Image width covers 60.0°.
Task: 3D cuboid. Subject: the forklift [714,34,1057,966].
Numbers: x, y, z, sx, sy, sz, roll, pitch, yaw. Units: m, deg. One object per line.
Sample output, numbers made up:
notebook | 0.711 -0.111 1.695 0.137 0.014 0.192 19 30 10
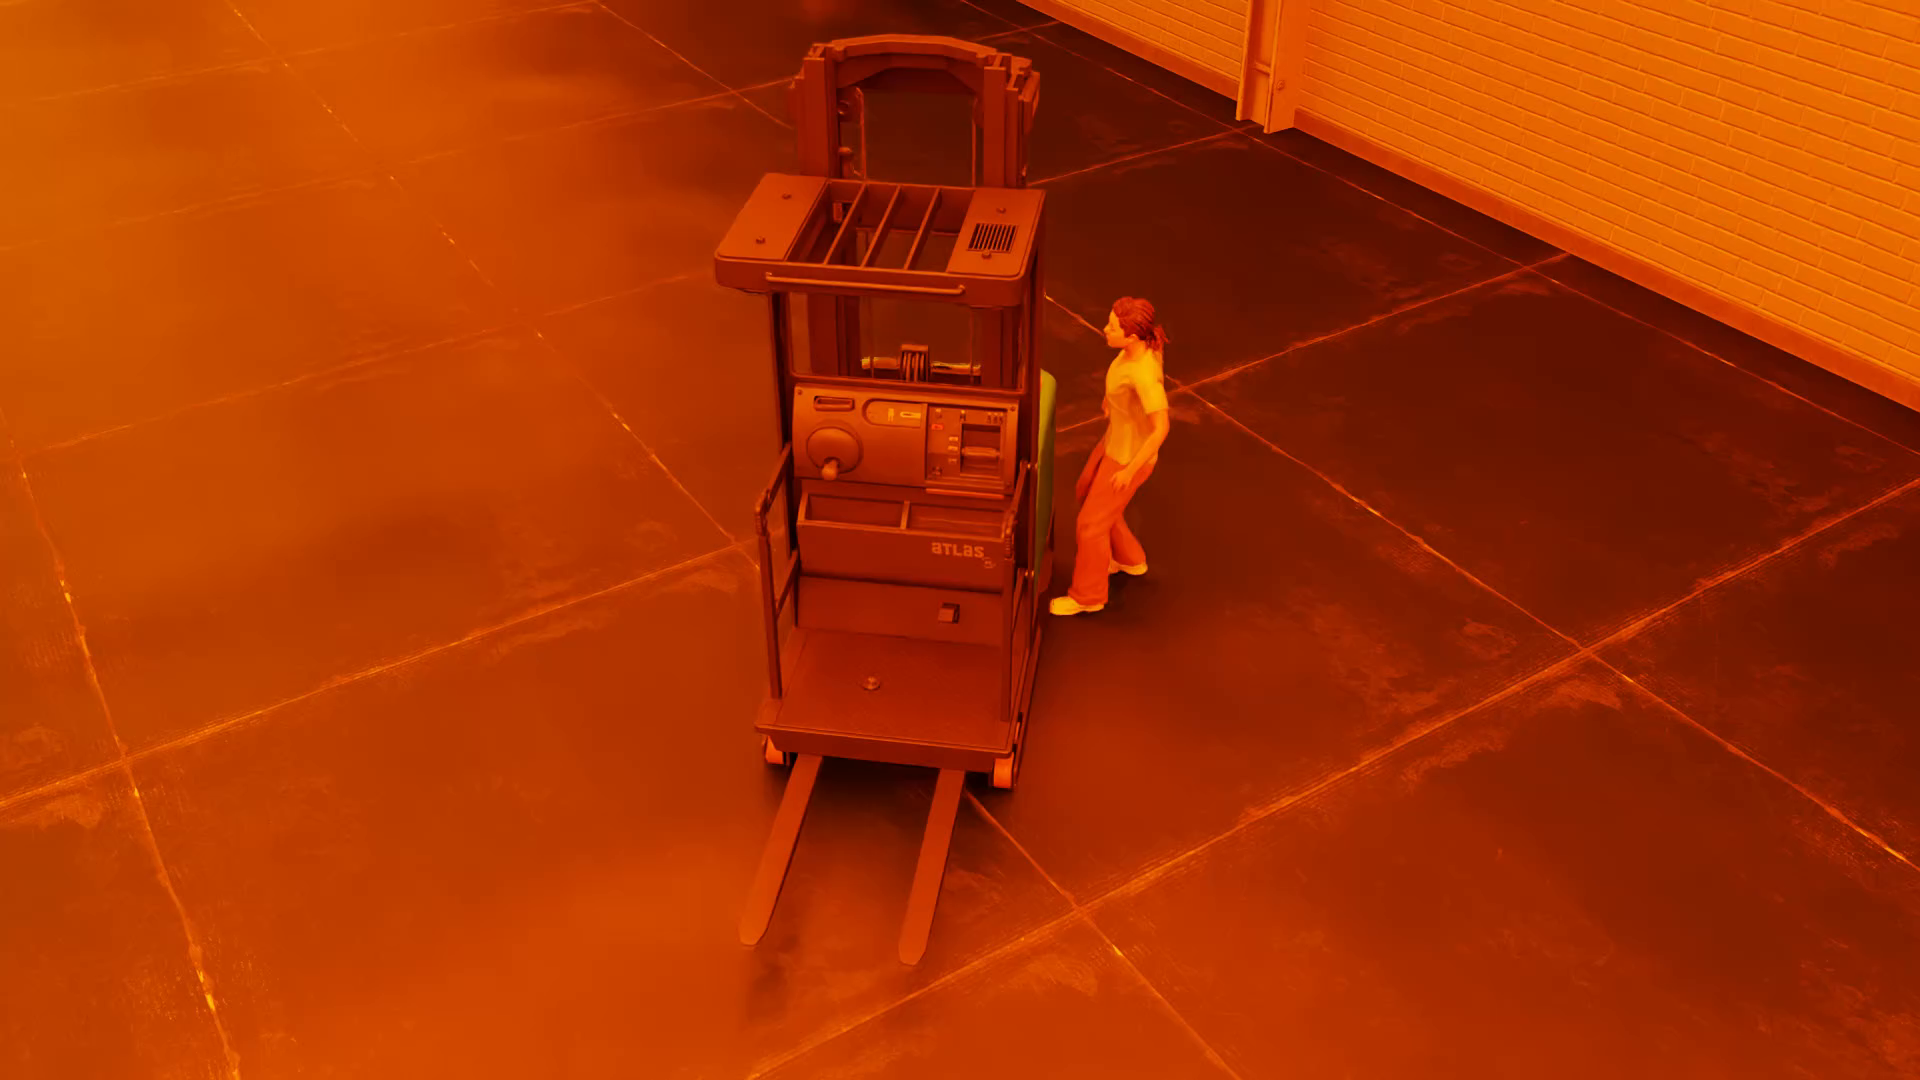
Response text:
forklift | -0.257 -0.349 6.644 1.130 2.935 3.031 5 35 7

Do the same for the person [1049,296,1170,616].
person | 0.694 -0.426 7.919 0.533 1.623 0.800 2 35 3
